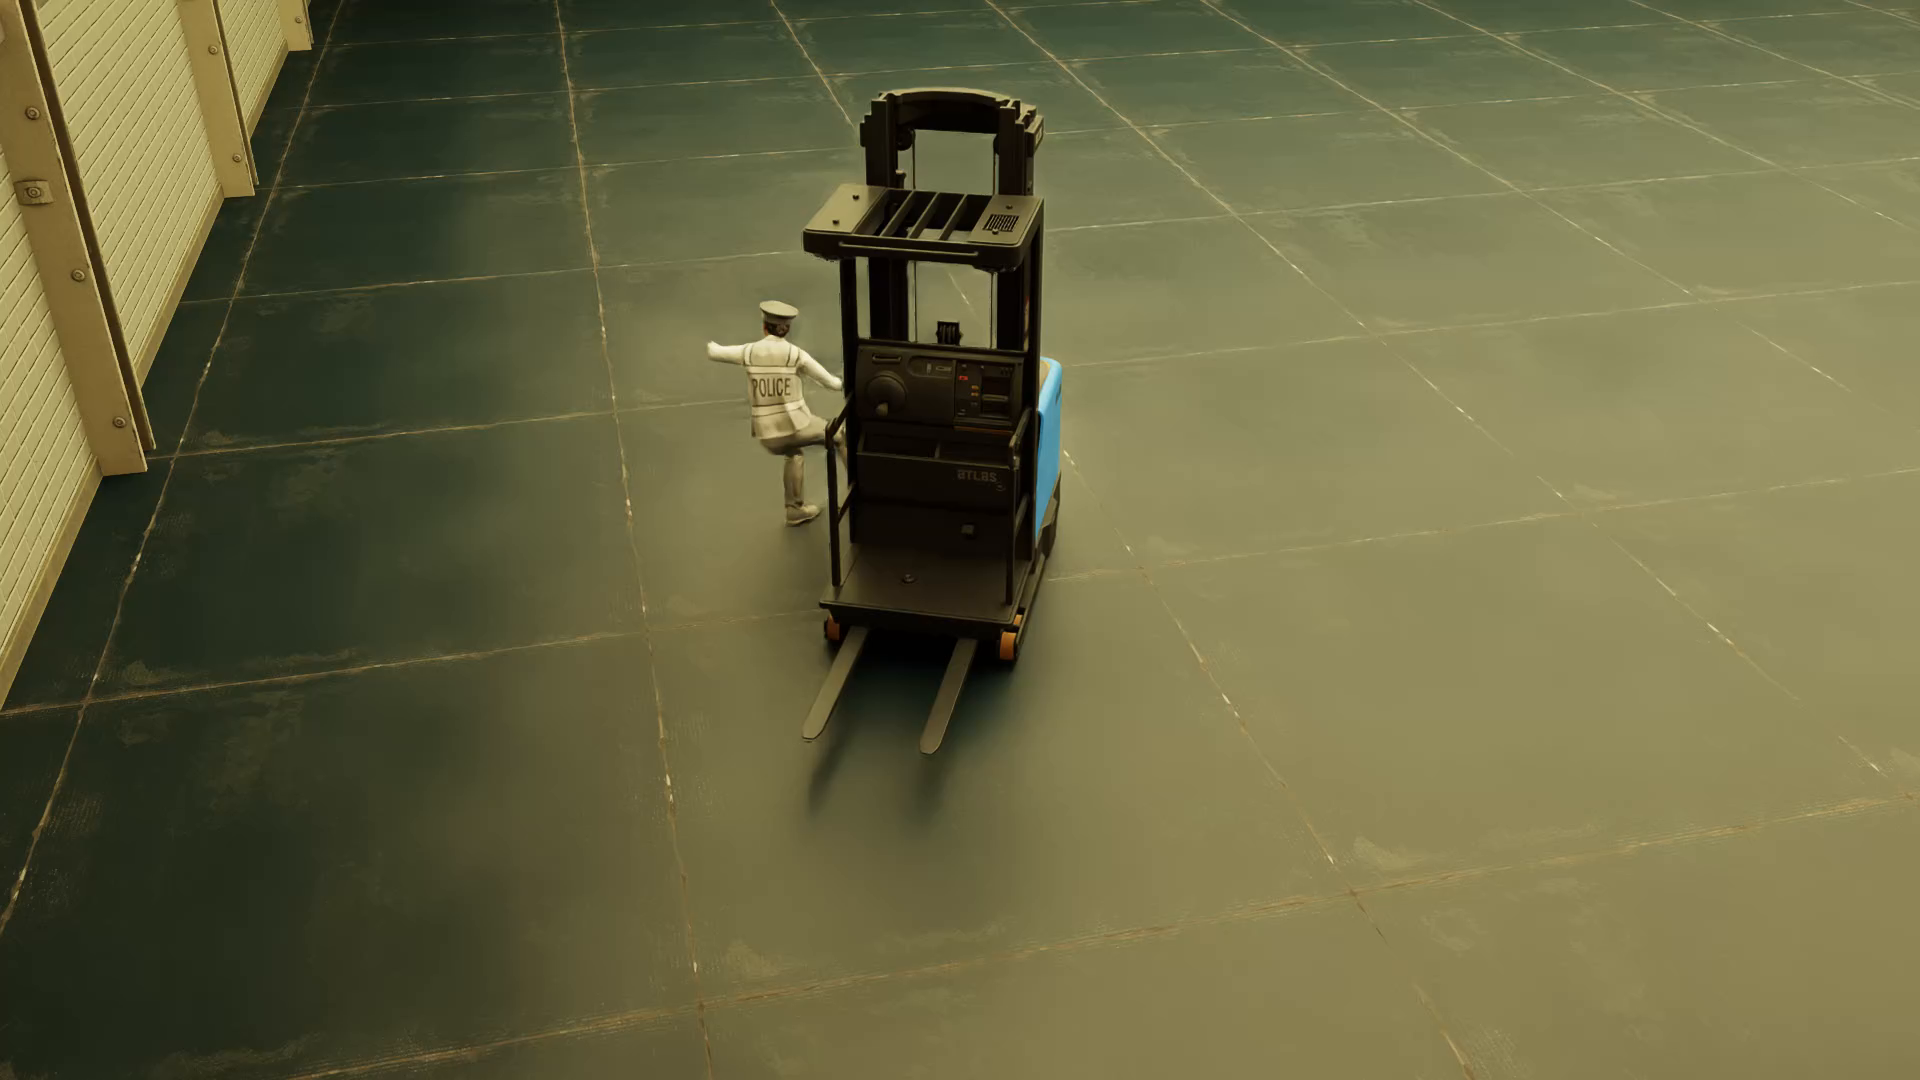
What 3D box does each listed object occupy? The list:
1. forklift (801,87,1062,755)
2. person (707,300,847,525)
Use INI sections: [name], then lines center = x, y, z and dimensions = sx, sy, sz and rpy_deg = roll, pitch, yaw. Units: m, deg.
[forklift]
center = -0.157, -0.792, 8.943
dimensions = 1.130, 2.935, 3.031
rpy_deg = 6, 31, 10
[person]
center = -0.986, -0.822, 10.542
dimensions = 1.335, 1.425, 0.794
rpy_deg = 2, 30, 3
